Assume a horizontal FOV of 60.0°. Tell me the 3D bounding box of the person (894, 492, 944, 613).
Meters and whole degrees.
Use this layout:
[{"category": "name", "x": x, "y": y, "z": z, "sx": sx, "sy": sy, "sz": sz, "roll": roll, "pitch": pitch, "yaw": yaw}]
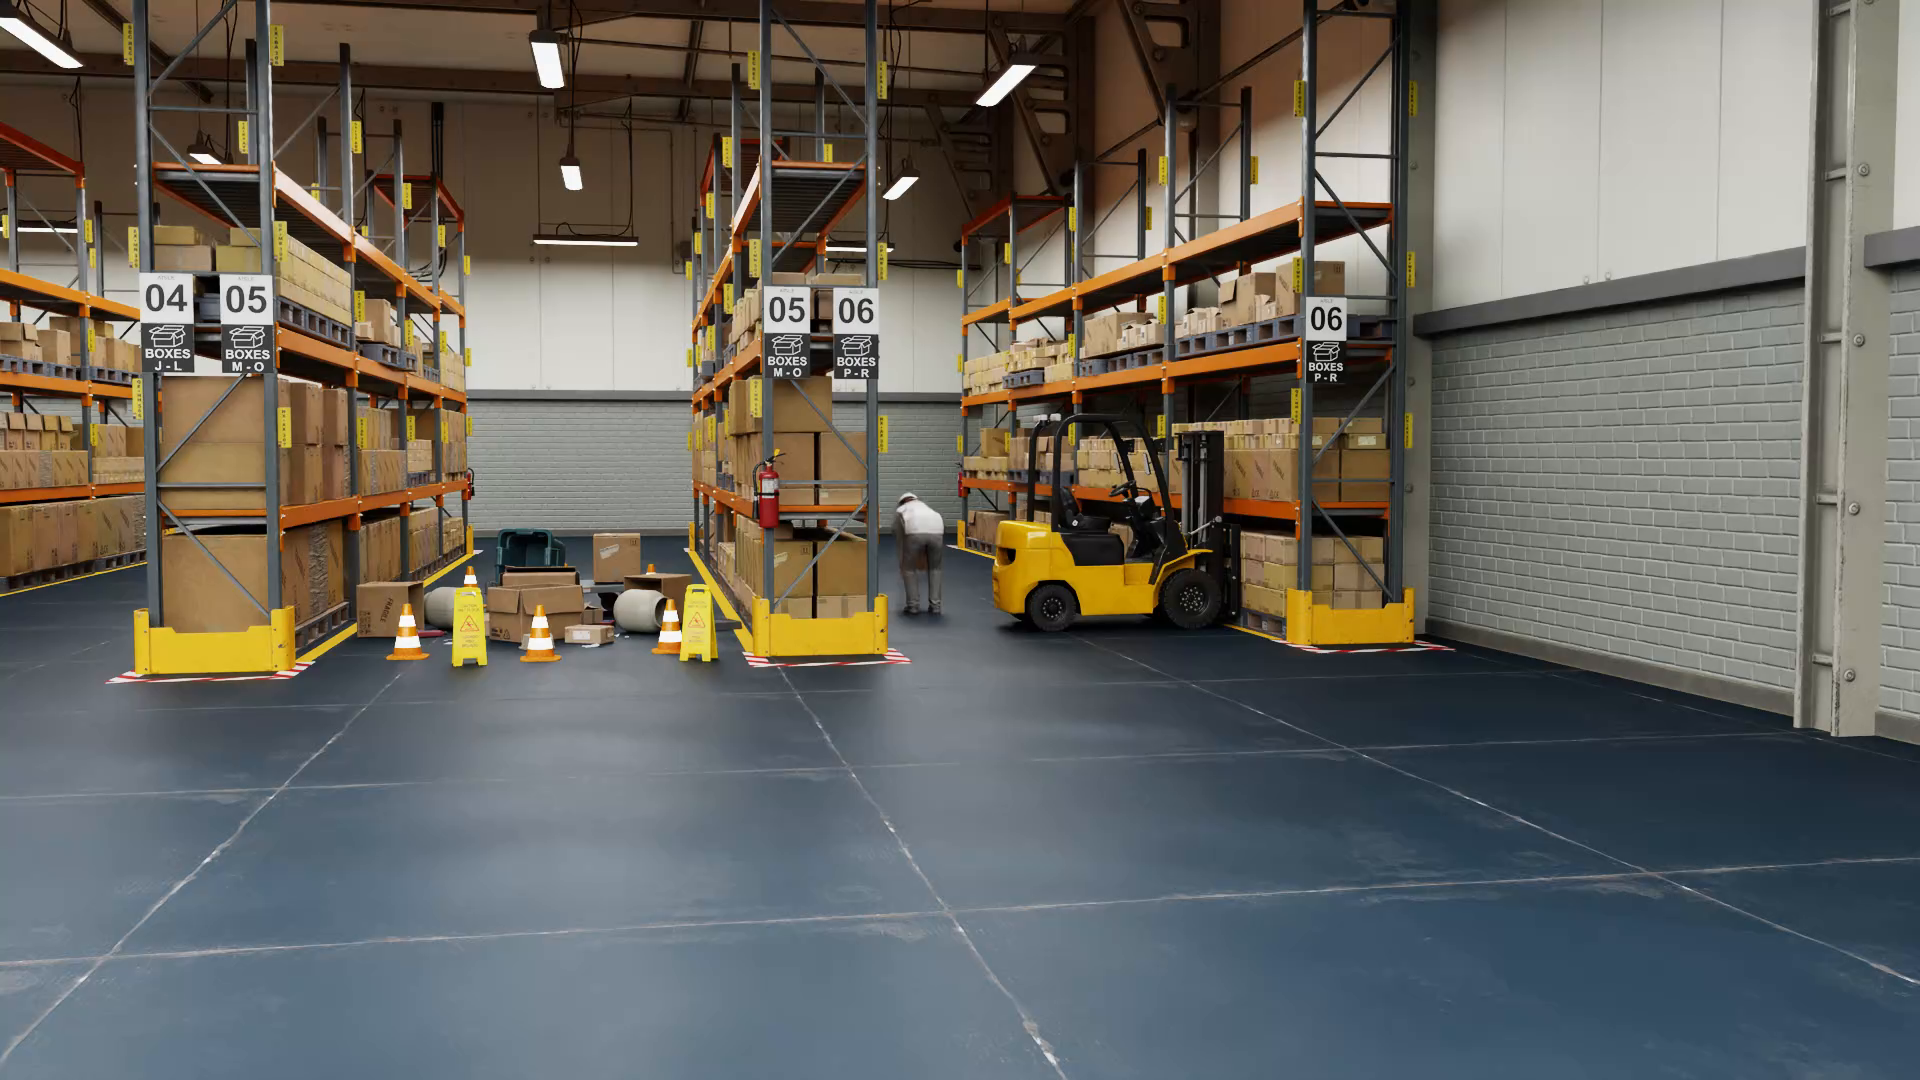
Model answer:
[{"category": "person", "x": -0.488, "y": 0.134, "z": 18.651, "sx": 0.463, "sy": 1.321, "sz": 0.959, "roll": -1, "pitch": 3, "yaw": -16}]
